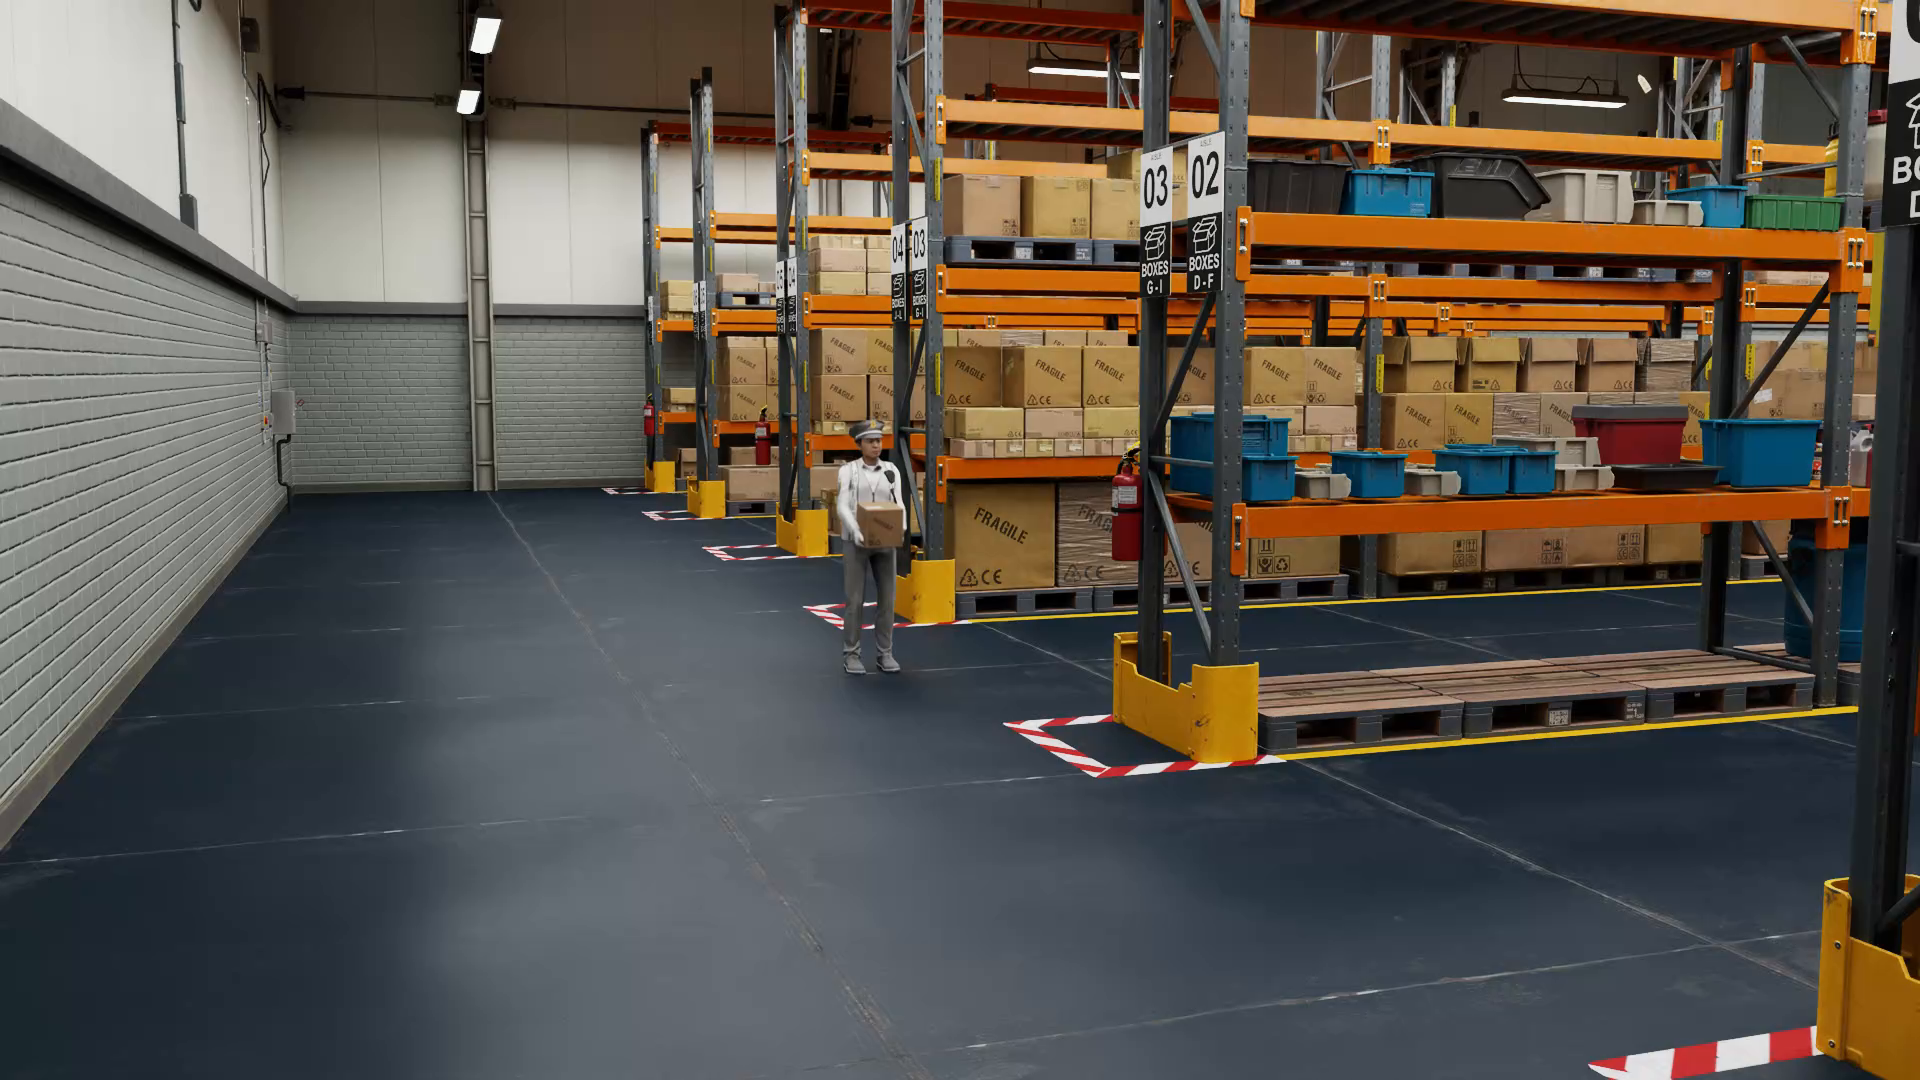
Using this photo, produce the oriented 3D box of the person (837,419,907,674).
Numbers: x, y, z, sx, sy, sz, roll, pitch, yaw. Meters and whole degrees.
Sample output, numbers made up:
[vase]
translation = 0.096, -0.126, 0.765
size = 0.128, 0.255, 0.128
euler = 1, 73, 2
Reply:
[person]
translation = -0.582, 0.044, 11.030
size = 0.459, 1.687, 0.543
euler = -2, 6, -18
